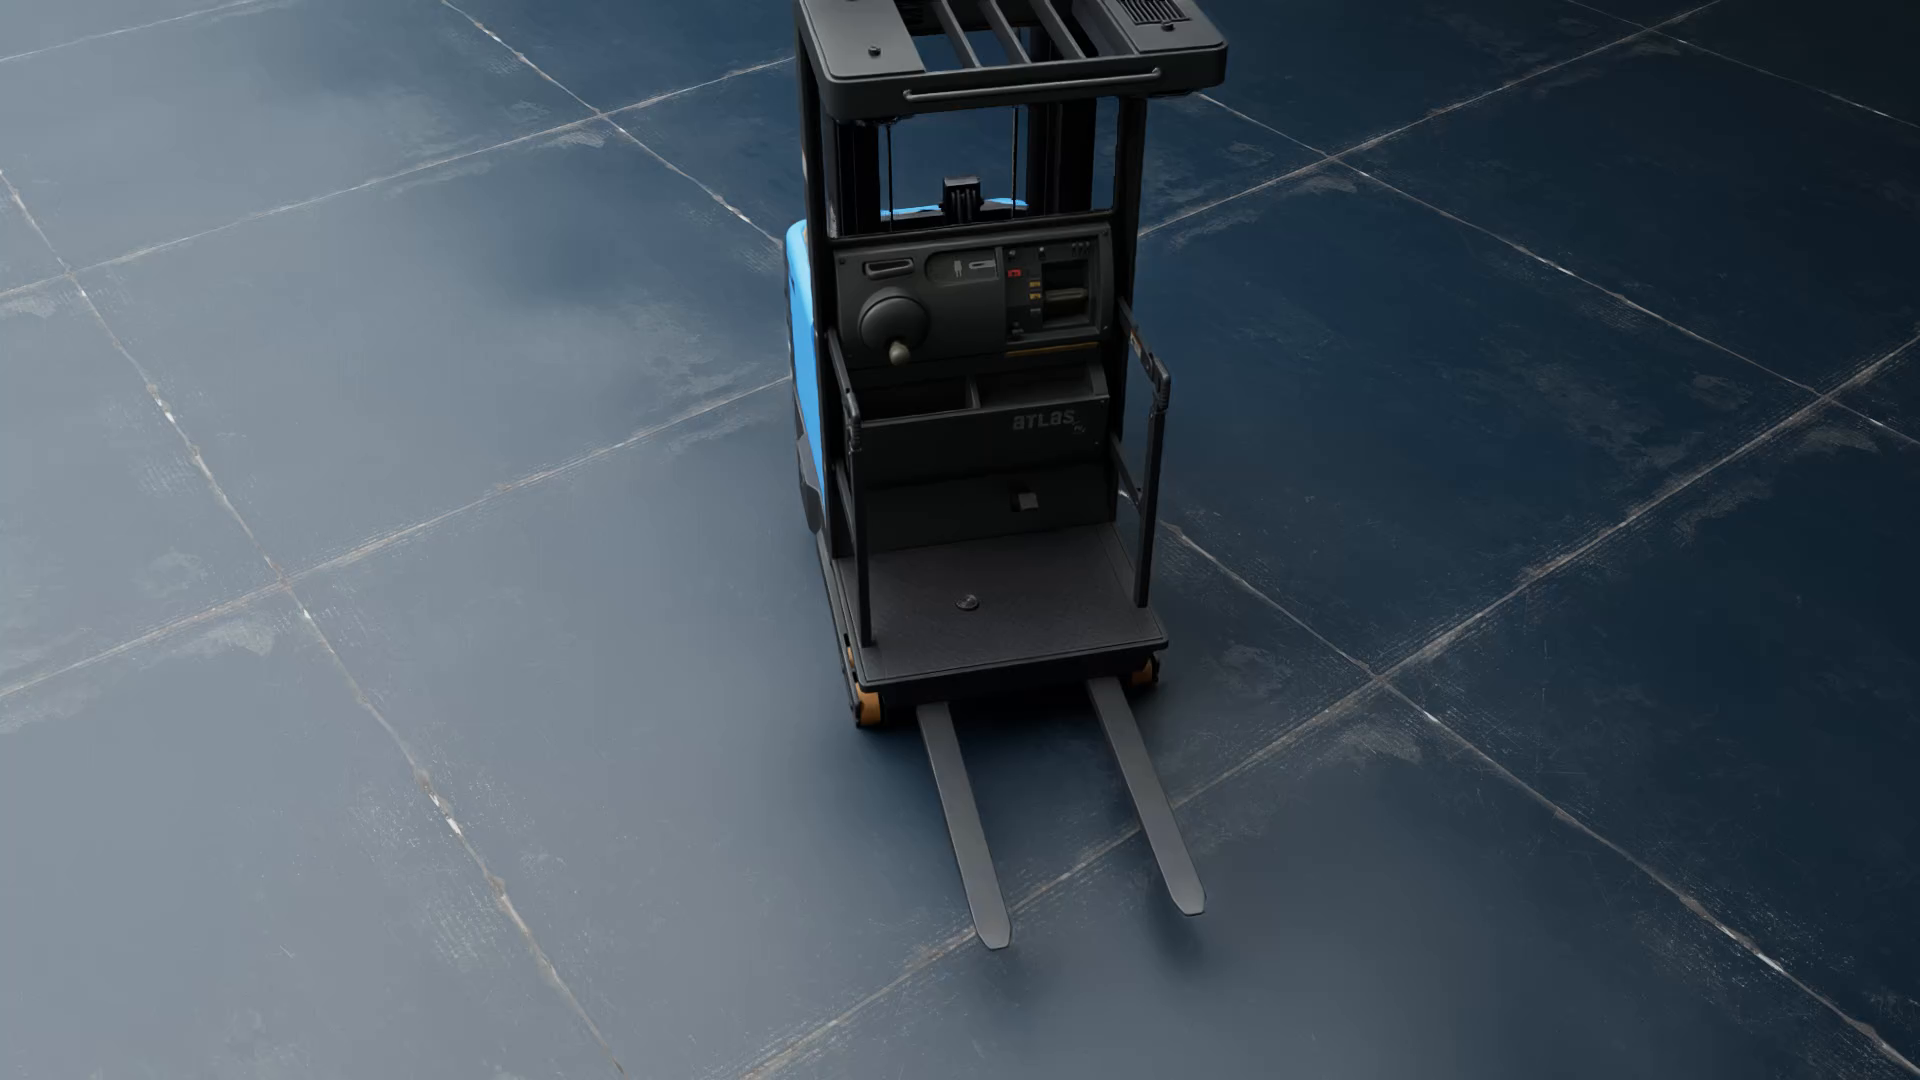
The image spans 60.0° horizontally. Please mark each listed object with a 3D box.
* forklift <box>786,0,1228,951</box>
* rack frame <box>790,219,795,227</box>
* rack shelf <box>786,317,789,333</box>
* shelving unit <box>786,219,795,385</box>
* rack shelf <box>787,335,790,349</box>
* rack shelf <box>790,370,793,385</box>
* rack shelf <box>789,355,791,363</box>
[{"bbox_3d":[0.101,-0.706,5.350,1.129,2.867,3.031,-8,40,-9],"label":"forklift"},{"bbox_3d":[-0.593,-0.991,7.248,0.240,0.900,0.006,3,39,4],"label":"rack frame"},{"bbox_3d":[-0.601,-0.970,7.134,0.258,0.077,0.200,3,39,4],"label":"rack shelf"},{"bbox_3d":[-0.601,-0.928,7.172,0.258,0.900,0.205,3,39,4],"label":"shelving unit"},{"bbox_3d":[-0.601,-0.901,7.191,0.258,0.077,0.200,3,39,4],"label":"rack shelf"},{"bbox_3d":[-0.601,-0.762,7.305,0.258,0.077,0.200,3,39,4],"label":"rack shelf"},{"bbox_3d":[-0.601,-0.831,7.248,0.258,0.077,0.200,3,39,4],"label":"rack shelf"}]
